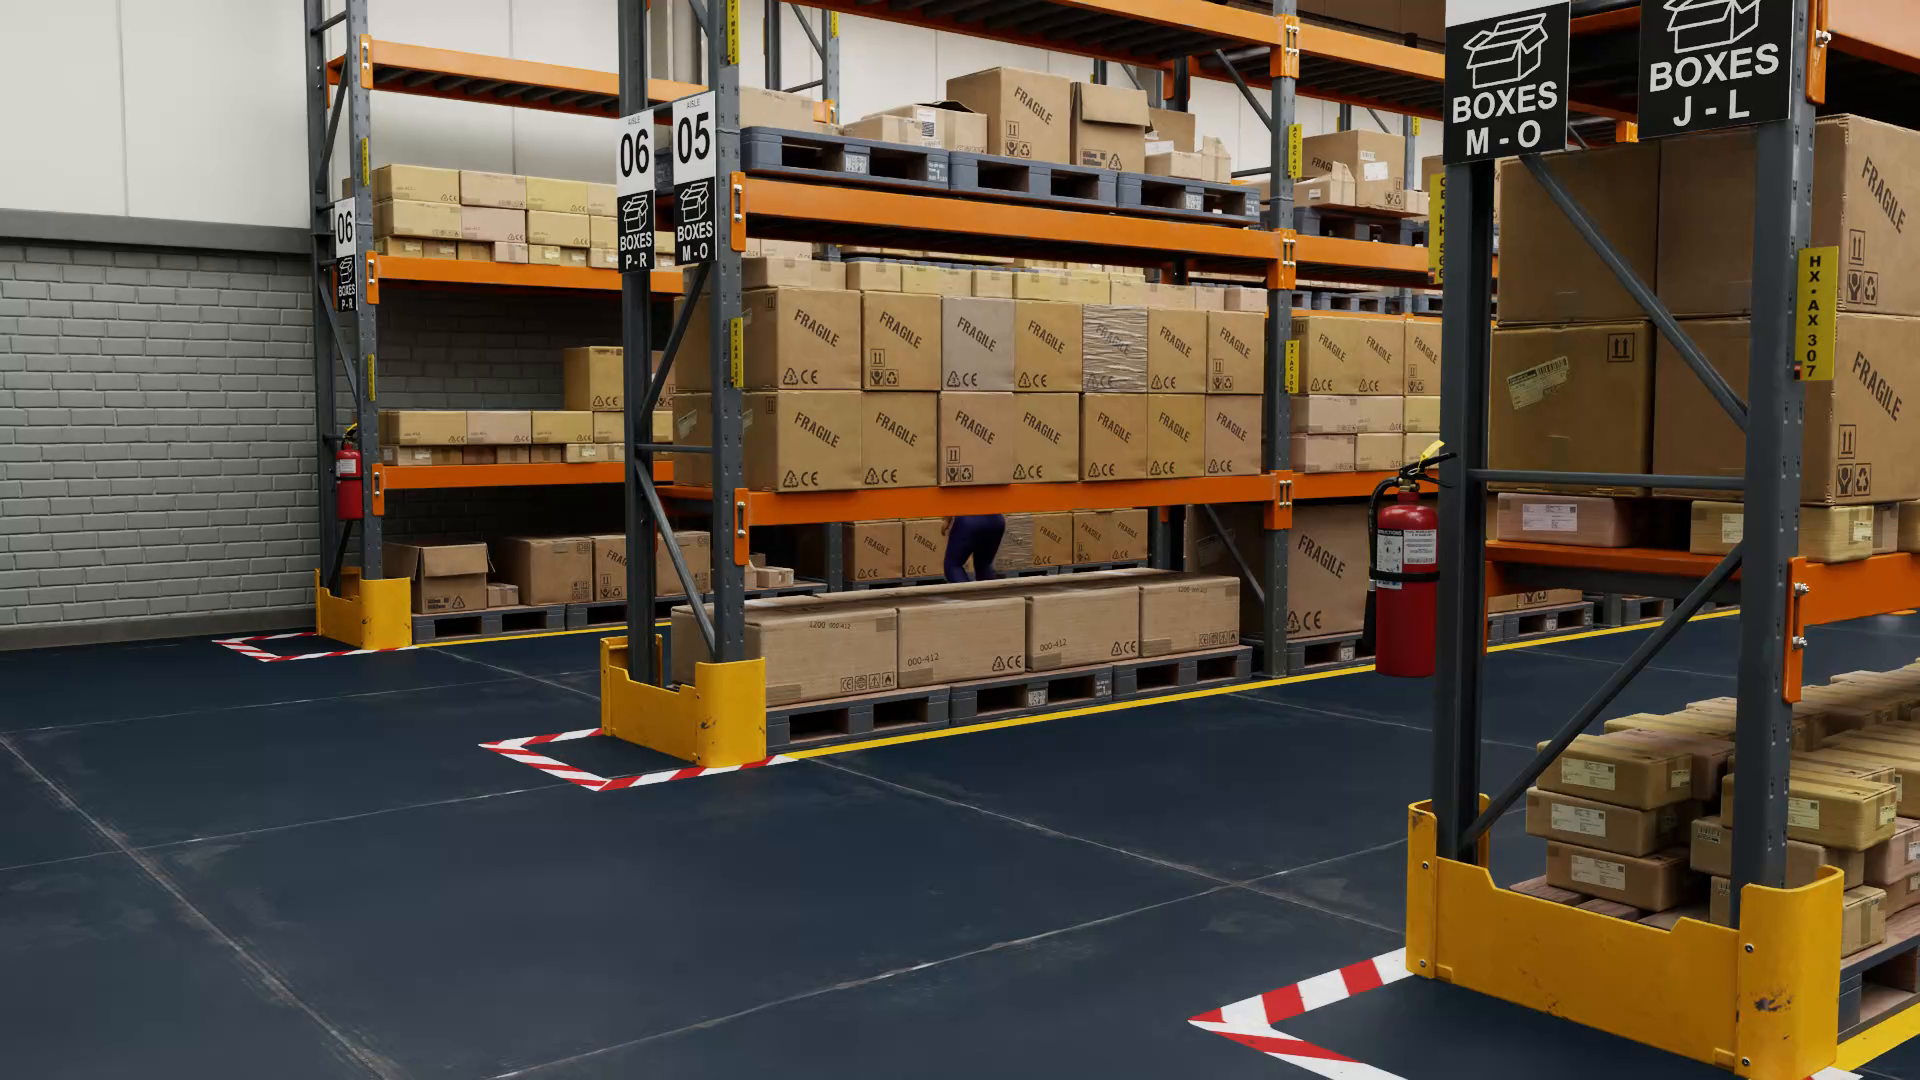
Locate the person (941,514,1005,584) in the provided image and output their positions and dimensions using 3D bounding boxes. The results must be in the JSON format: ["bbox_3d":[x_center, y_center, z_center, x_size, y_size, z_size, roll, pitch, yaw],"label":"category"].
[{"bbox_3d":[0.106,-0.122,13.364,0.500,1.599,0.407,-3,6,-37],"label":"person"}]
